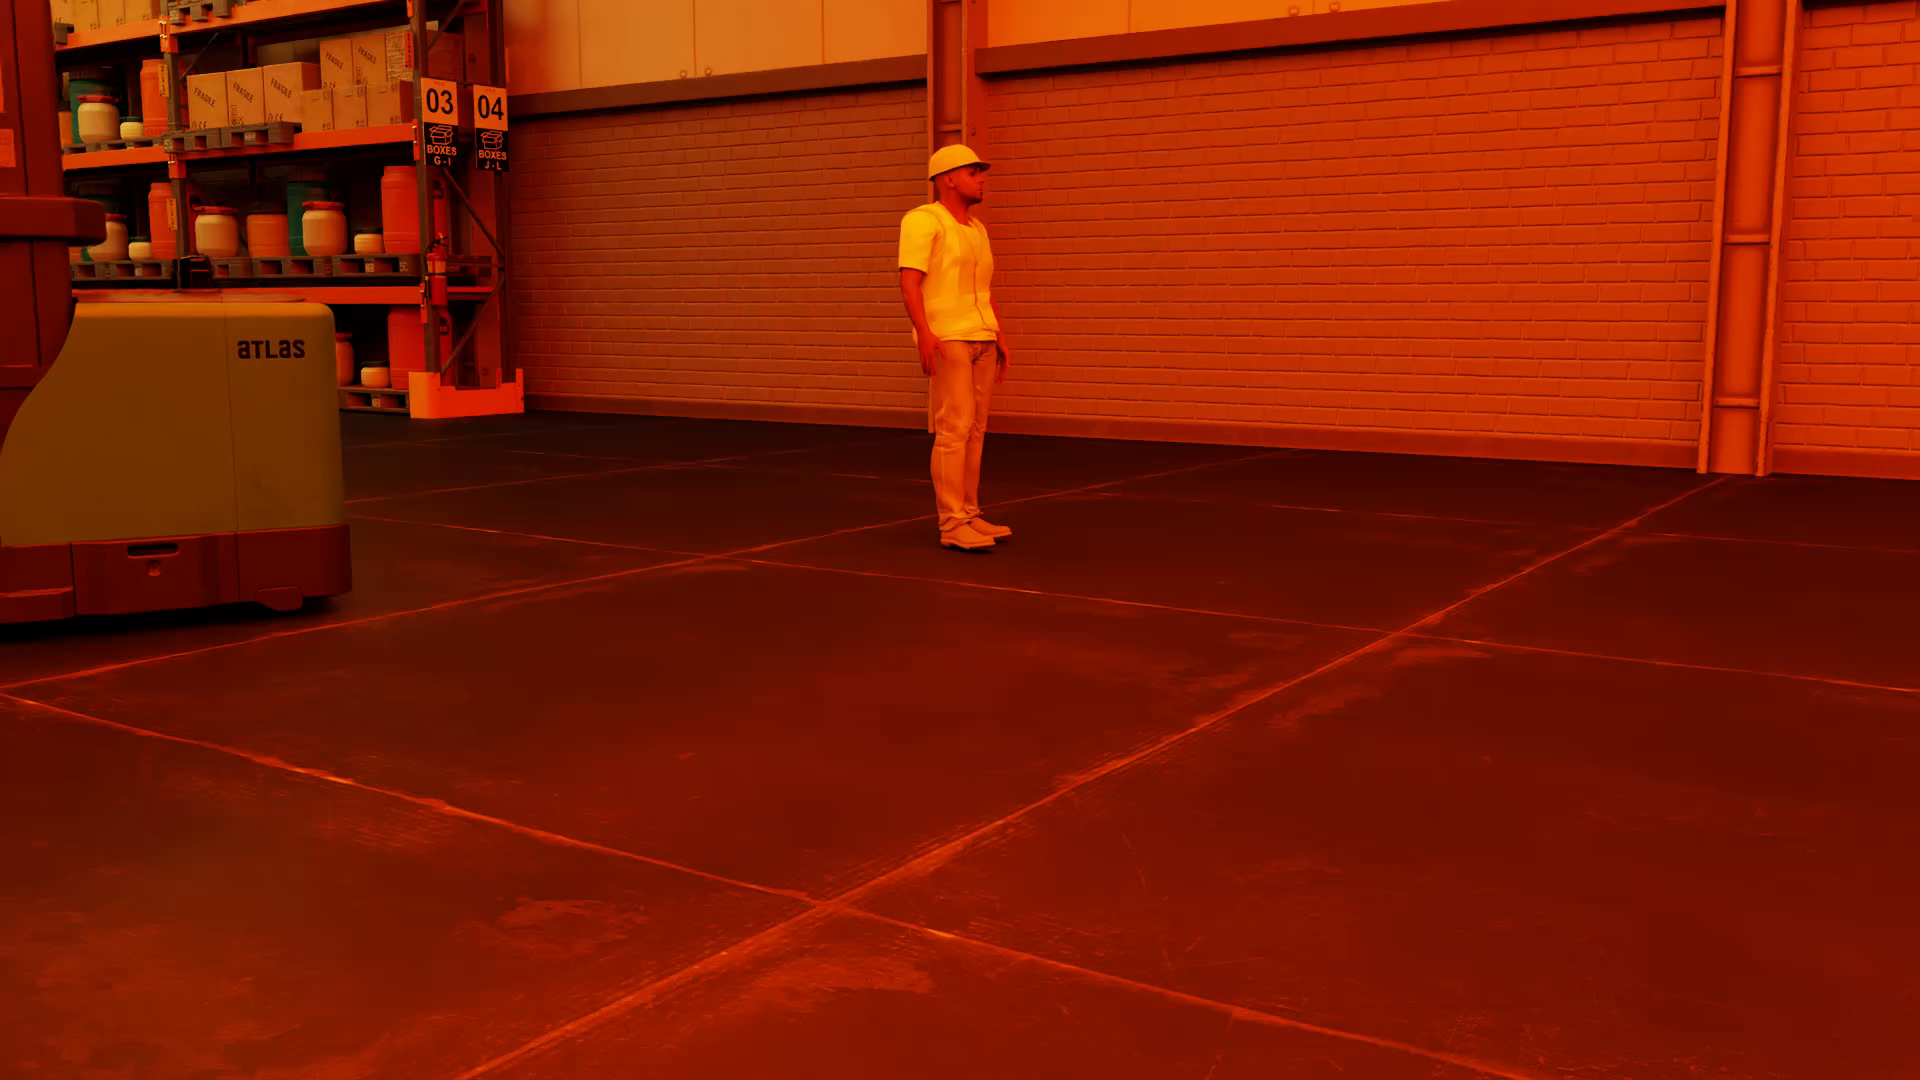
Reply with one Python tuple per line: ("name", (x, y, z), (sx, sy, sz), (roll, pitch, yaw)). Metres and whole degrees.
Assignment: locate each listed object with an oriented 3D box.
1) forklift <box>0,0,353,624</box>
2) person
("forklift", (-3.671, -1.152, 5.292), (3.031, 2.935, 1.130), (-5, 9, -30))
("person", (0.055, -0.876, 7.435), (0.575, 1.768, 0.665), (5, 10, 34))
